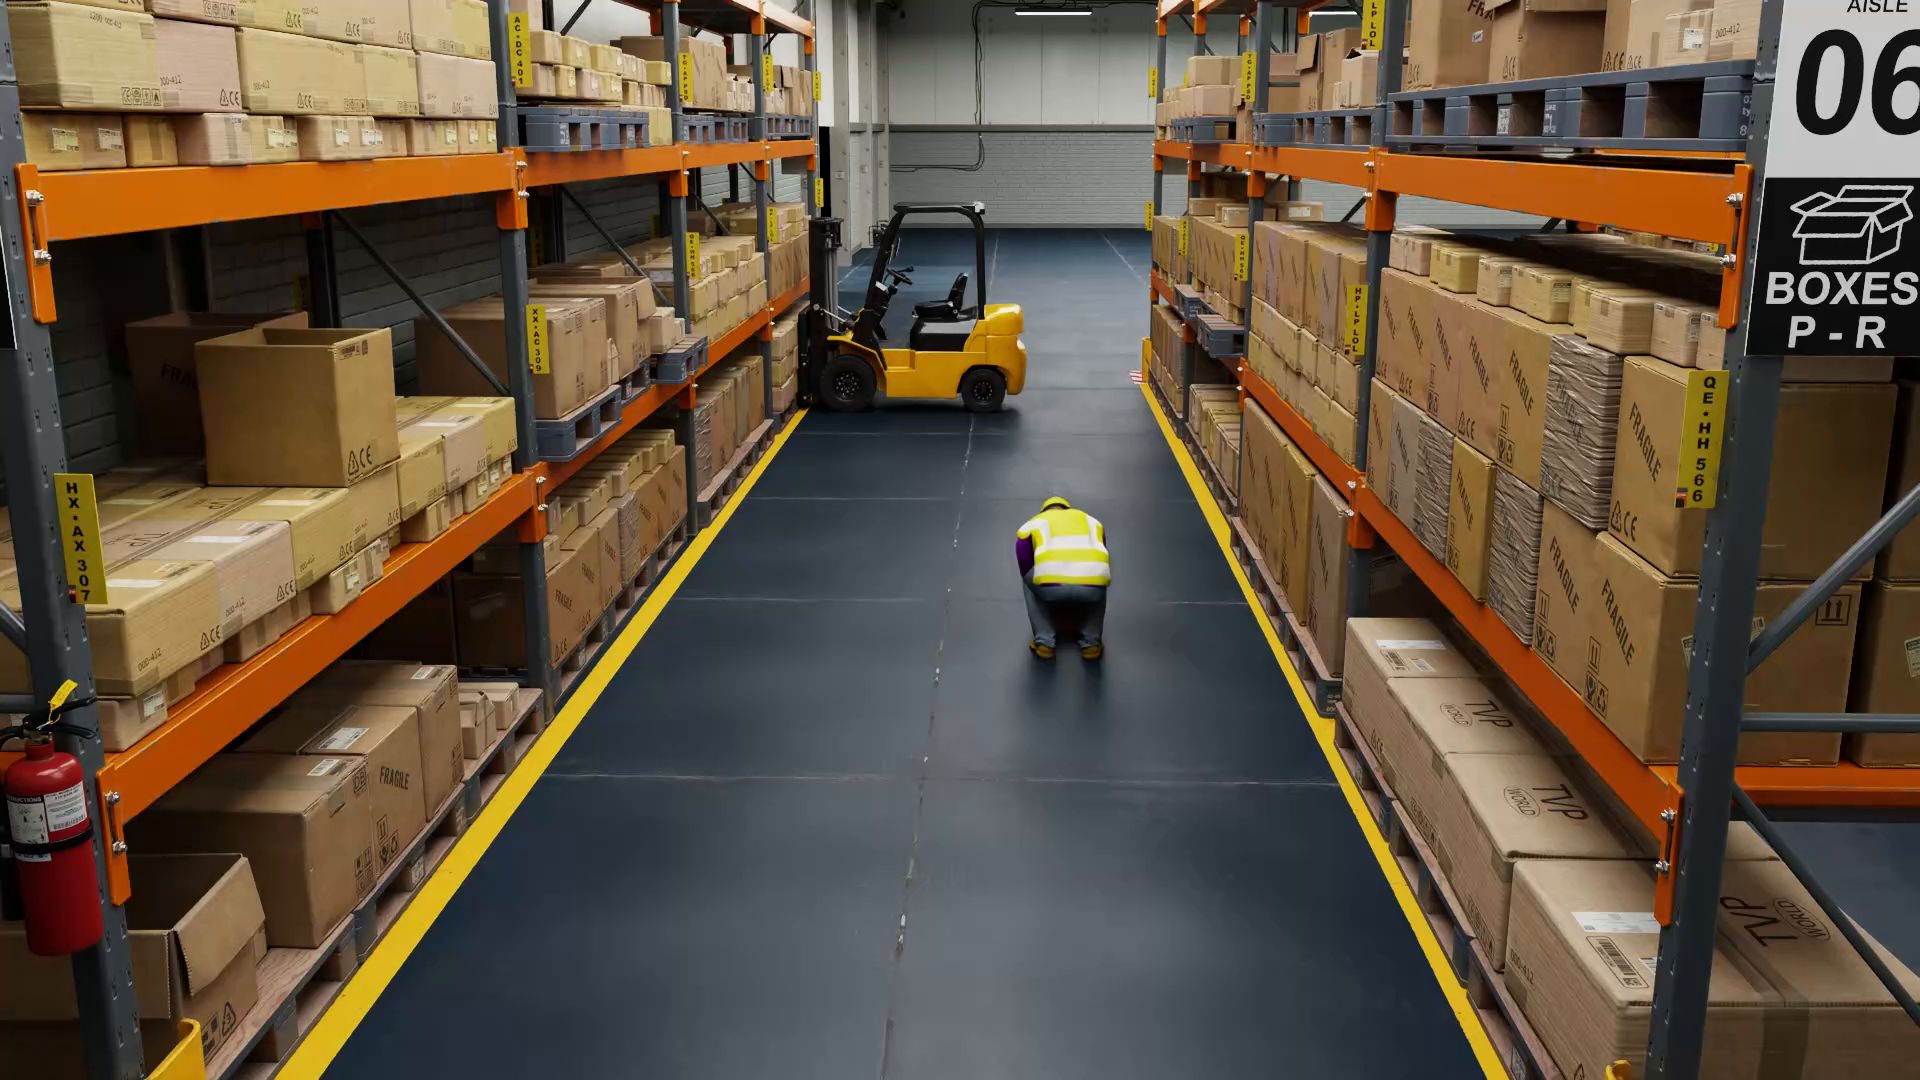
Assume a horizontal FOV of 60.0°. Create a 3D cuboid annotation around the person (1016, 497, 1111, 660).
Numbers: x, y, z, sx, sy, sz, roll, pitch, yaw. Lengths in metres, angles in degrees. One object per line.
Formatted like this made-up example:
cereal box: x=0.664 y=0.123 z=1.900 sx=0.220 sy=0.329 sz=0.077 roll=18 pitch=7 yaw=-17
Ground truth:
person: x=0.590 y=0.232 z=9.600 sx=0.530 sy=0.811 sz=0.959 roll=0 pitch=14 yaw=0
